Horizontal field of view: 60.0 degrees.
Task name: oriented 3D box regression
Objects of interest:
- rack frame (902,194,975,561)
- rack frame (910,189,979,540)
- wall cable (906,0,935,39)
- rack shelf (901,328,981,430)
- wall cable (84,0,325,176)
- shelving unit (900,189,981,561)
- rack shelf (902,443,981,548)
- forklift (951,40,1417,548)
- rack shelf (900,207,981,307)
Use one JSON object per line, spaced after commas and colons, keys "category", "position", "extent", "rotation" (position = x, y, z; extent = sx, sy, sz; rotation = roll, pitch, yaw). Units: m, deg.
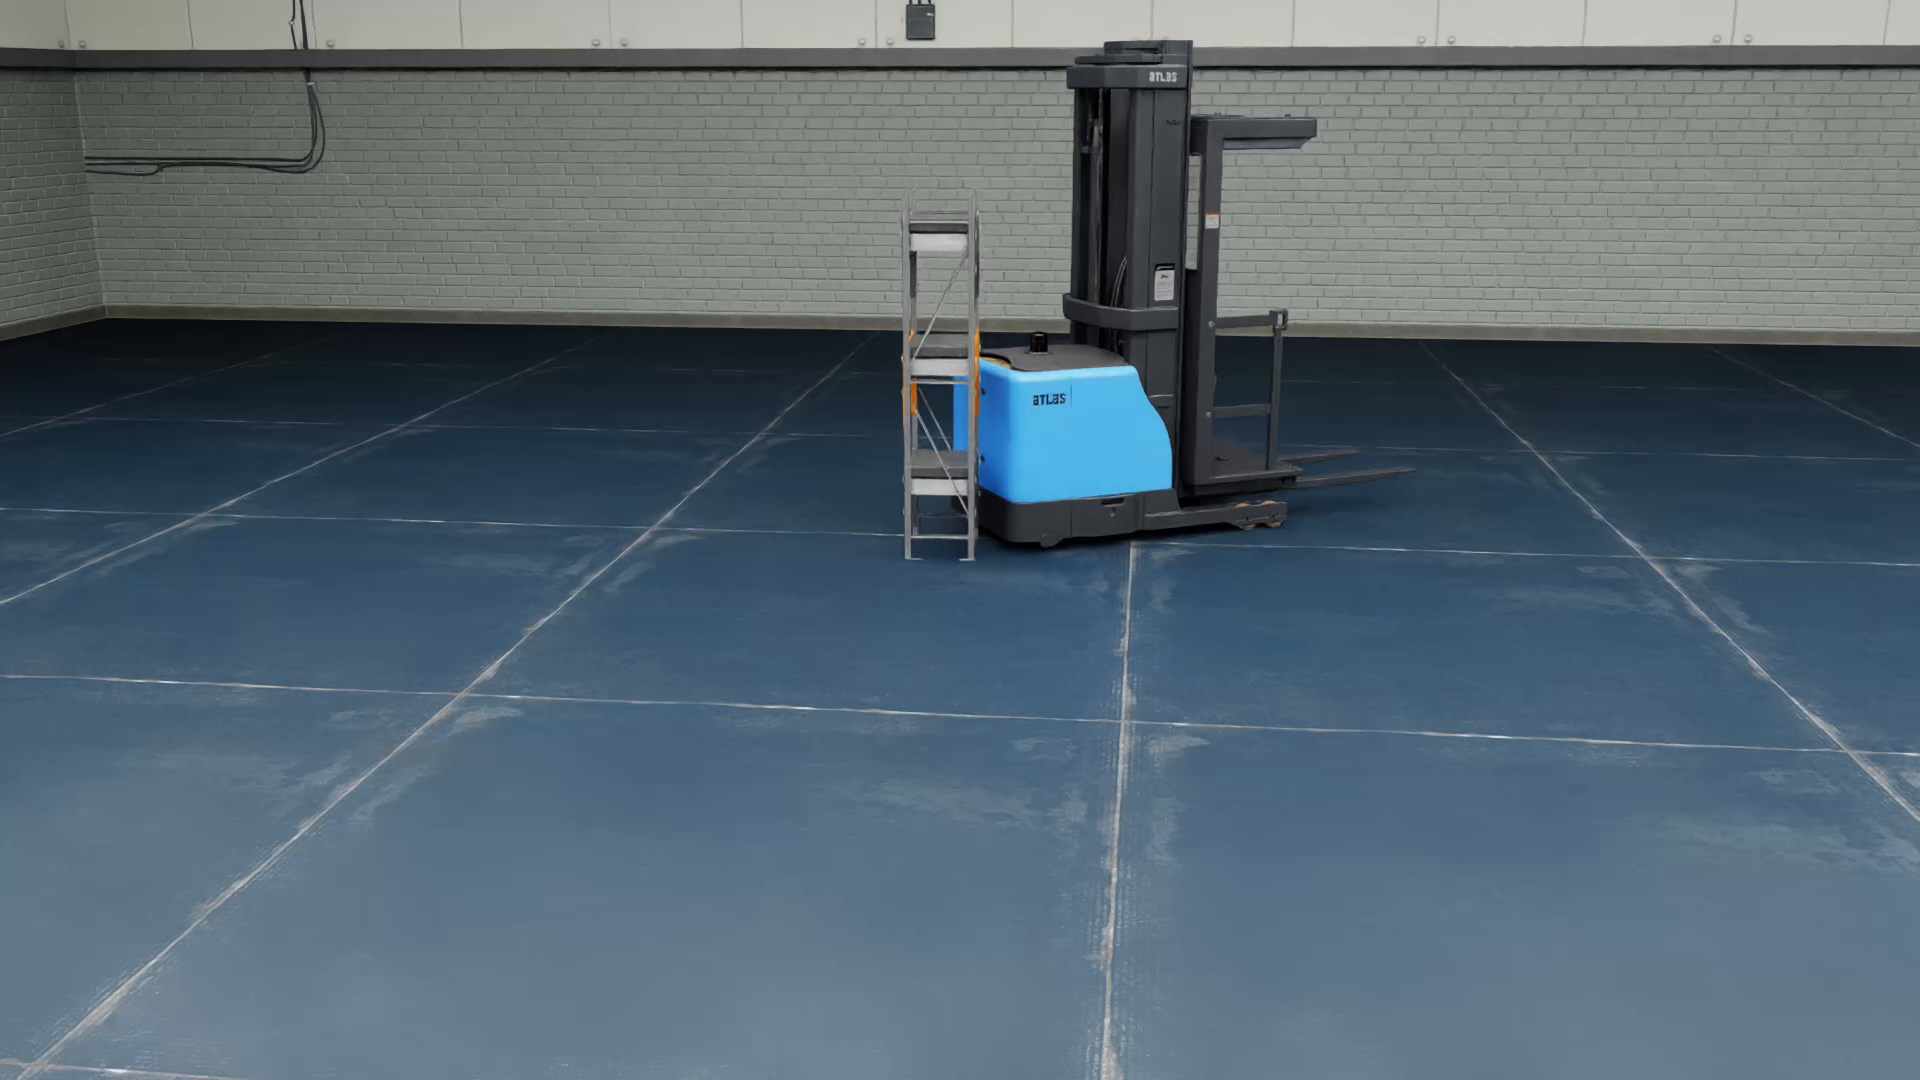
{"category": "rack frame", "position": [-0.120, -0.893, 9.444], "extent": [0.400, 2.100, 0.015], "rotation": [1, 15, 3]}
{"category": "rack frame", "position": [-0.091, -1.021, 9.914], "extent": [0.400, 2.100, 0.015], "rotation": [1, 15, 3]}
{"category": "wall cable", "position": [0.564, -8.333, 17.226], "extent": [2.305, 6.003, 0.169], "rotation": [2, 15, 6]}
{"category": "rack shelf", "position": [-0.105, -0.944, 9.682], "extent": [0.431, 0.518, 0.480], "rotation": [1, 15, 3]}
{"category": "wall cable", "position": [-8.867, -5.476, 19.124], "extent": [3.097, 2.526, 0.112], "rotation": [2, 15, 6]}
{"category": "shelving unit", "position": [-0.105, -0.957, 9.679], "extent": [0.431, 2.100, 0.503], "rotation": [1, 15, 3]}
{"category": "rack shelf", "position": [-0.105, -0.268, 9.865], "extent": [0.431, 0.518, 0.480], "rotation": [1, 15, 3]}
{"category": "forklift", "position": [1.510, -1.598, 10.455], "extent": [3.031, 2.935, 1.130], "rotation": [-6, 16, -22]}
{"category": "rack shelf", "position": [-0.105, -1.620, 9.500], "extent": [0.431, 0.518, 0.480], "rotation": [1, 15, 3]}
